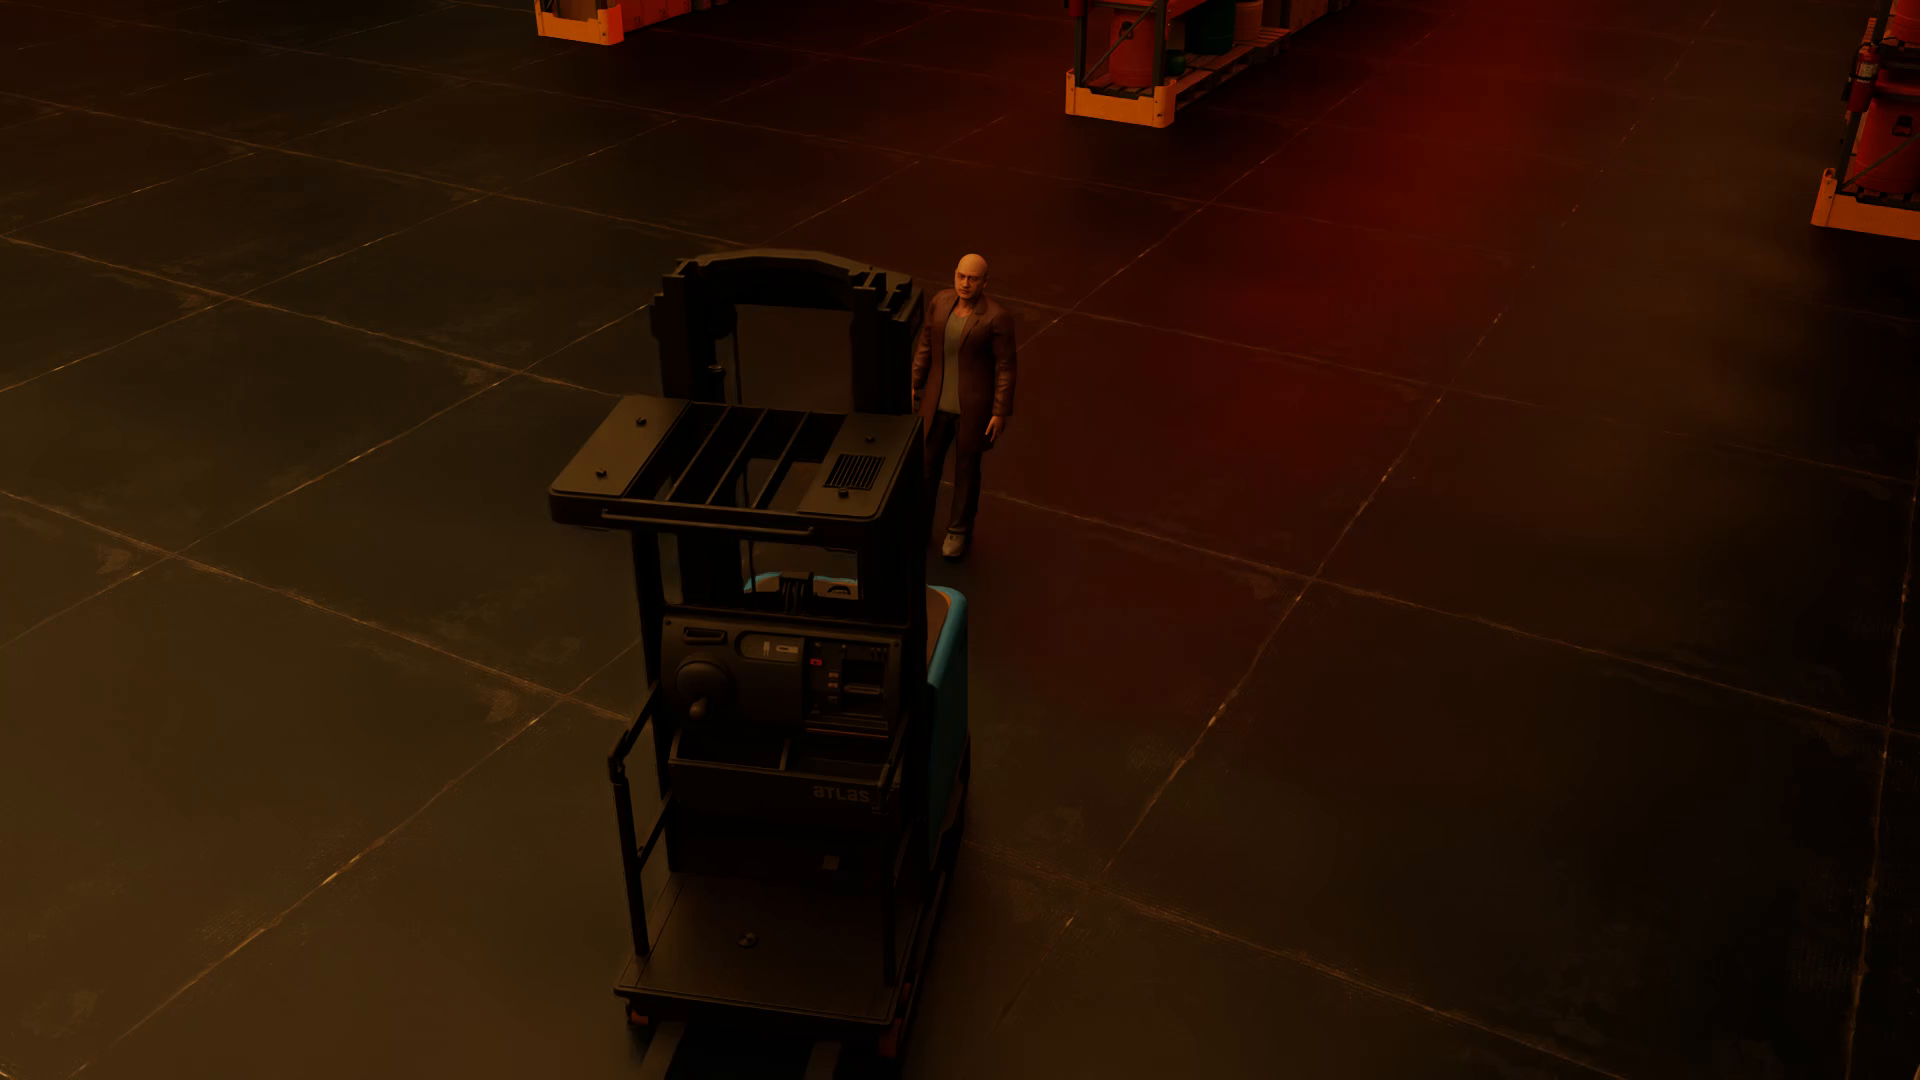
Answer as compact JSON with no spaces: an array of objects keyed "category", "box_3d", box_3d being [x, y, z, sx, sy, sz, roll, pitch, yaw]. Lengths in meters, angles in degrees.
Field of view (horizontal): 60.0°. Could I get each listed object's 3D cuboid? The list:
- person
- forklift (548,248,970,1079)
[{"category":"person","box_3d":[-0.048,-0.736,9.487,0.696,1.777,0.579,15,33,25]},{"category":"forklift","box_3d":[-0.710,0.560,6.101,1.130,2.935,3.031,5,30,8]}]
